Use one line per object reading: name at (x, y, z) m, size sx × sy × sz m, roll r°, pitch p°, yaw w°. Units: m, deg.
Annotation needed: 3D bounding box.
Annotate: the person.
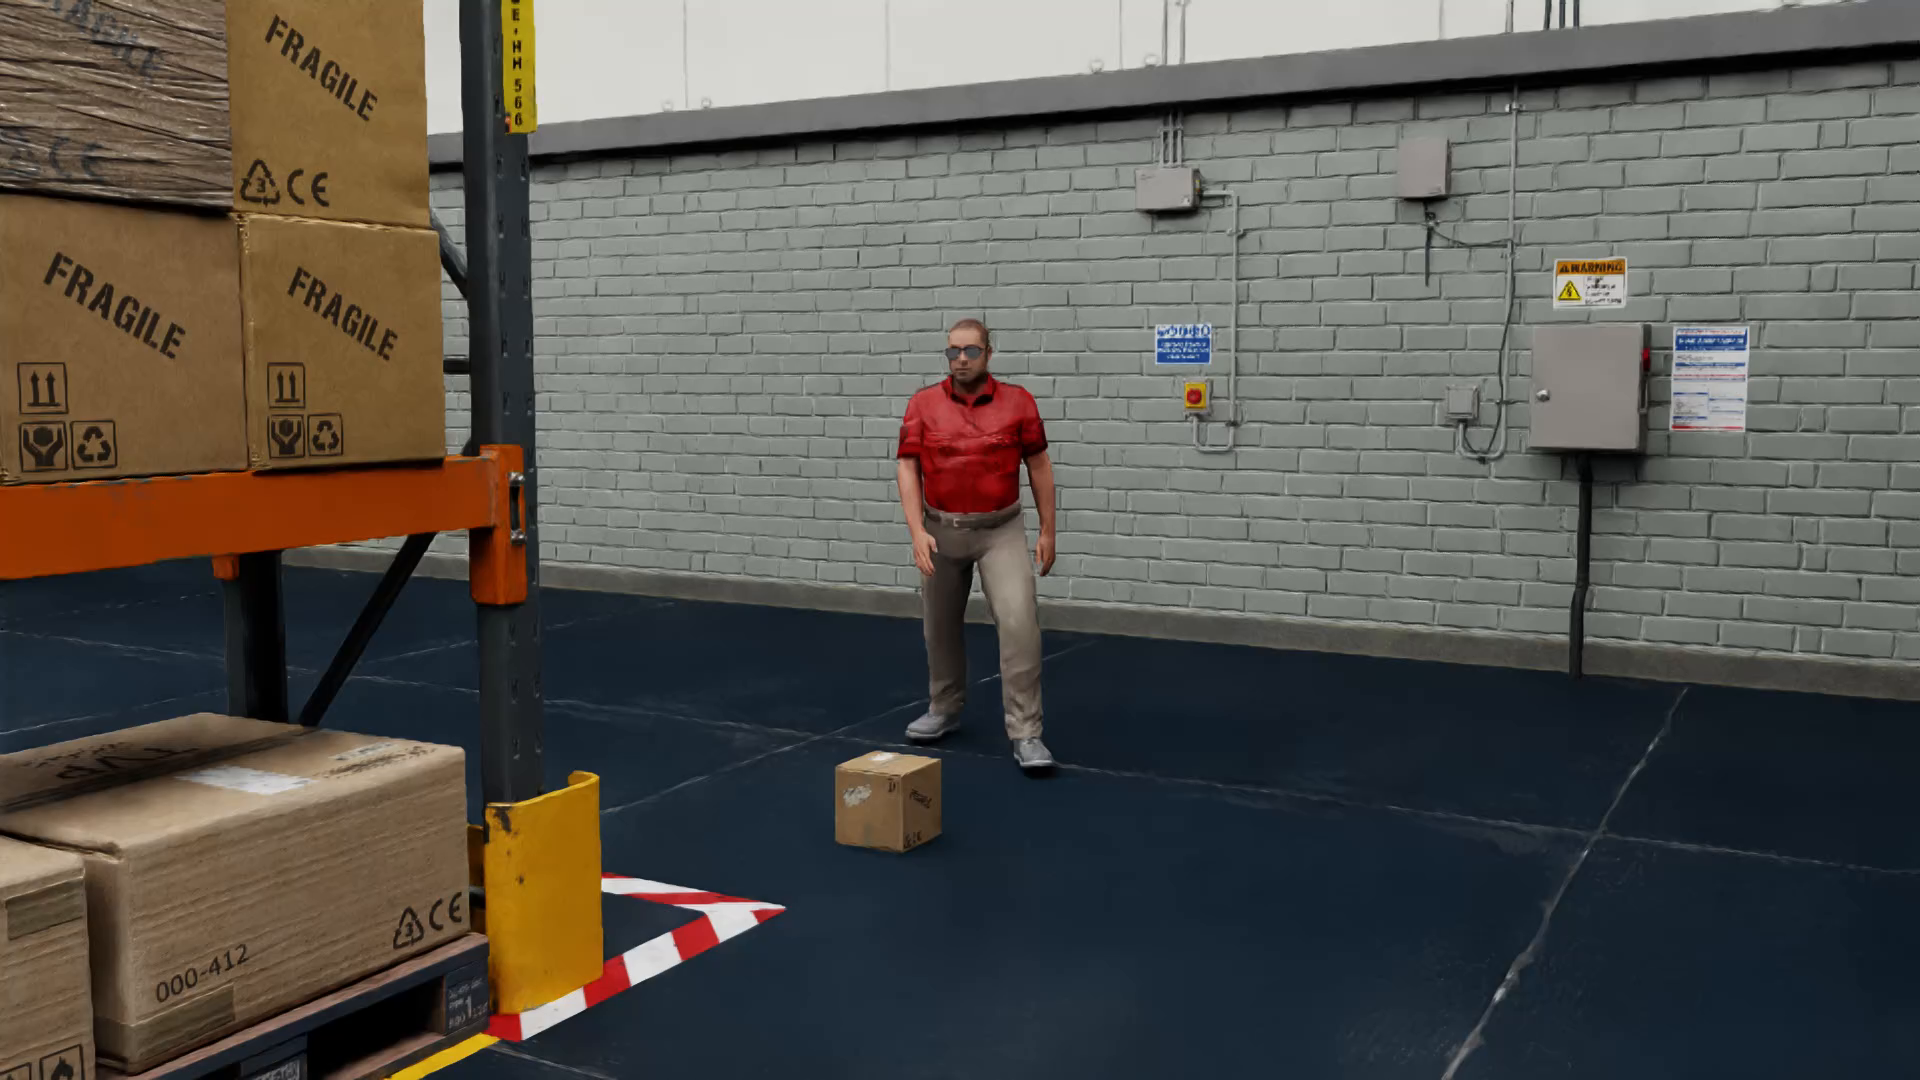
person at (0.075, -0.011, 6.430) m, size 0.632 × 1.679 × 0.789 m, roll 1°, pitch 6°, yaw 7°
